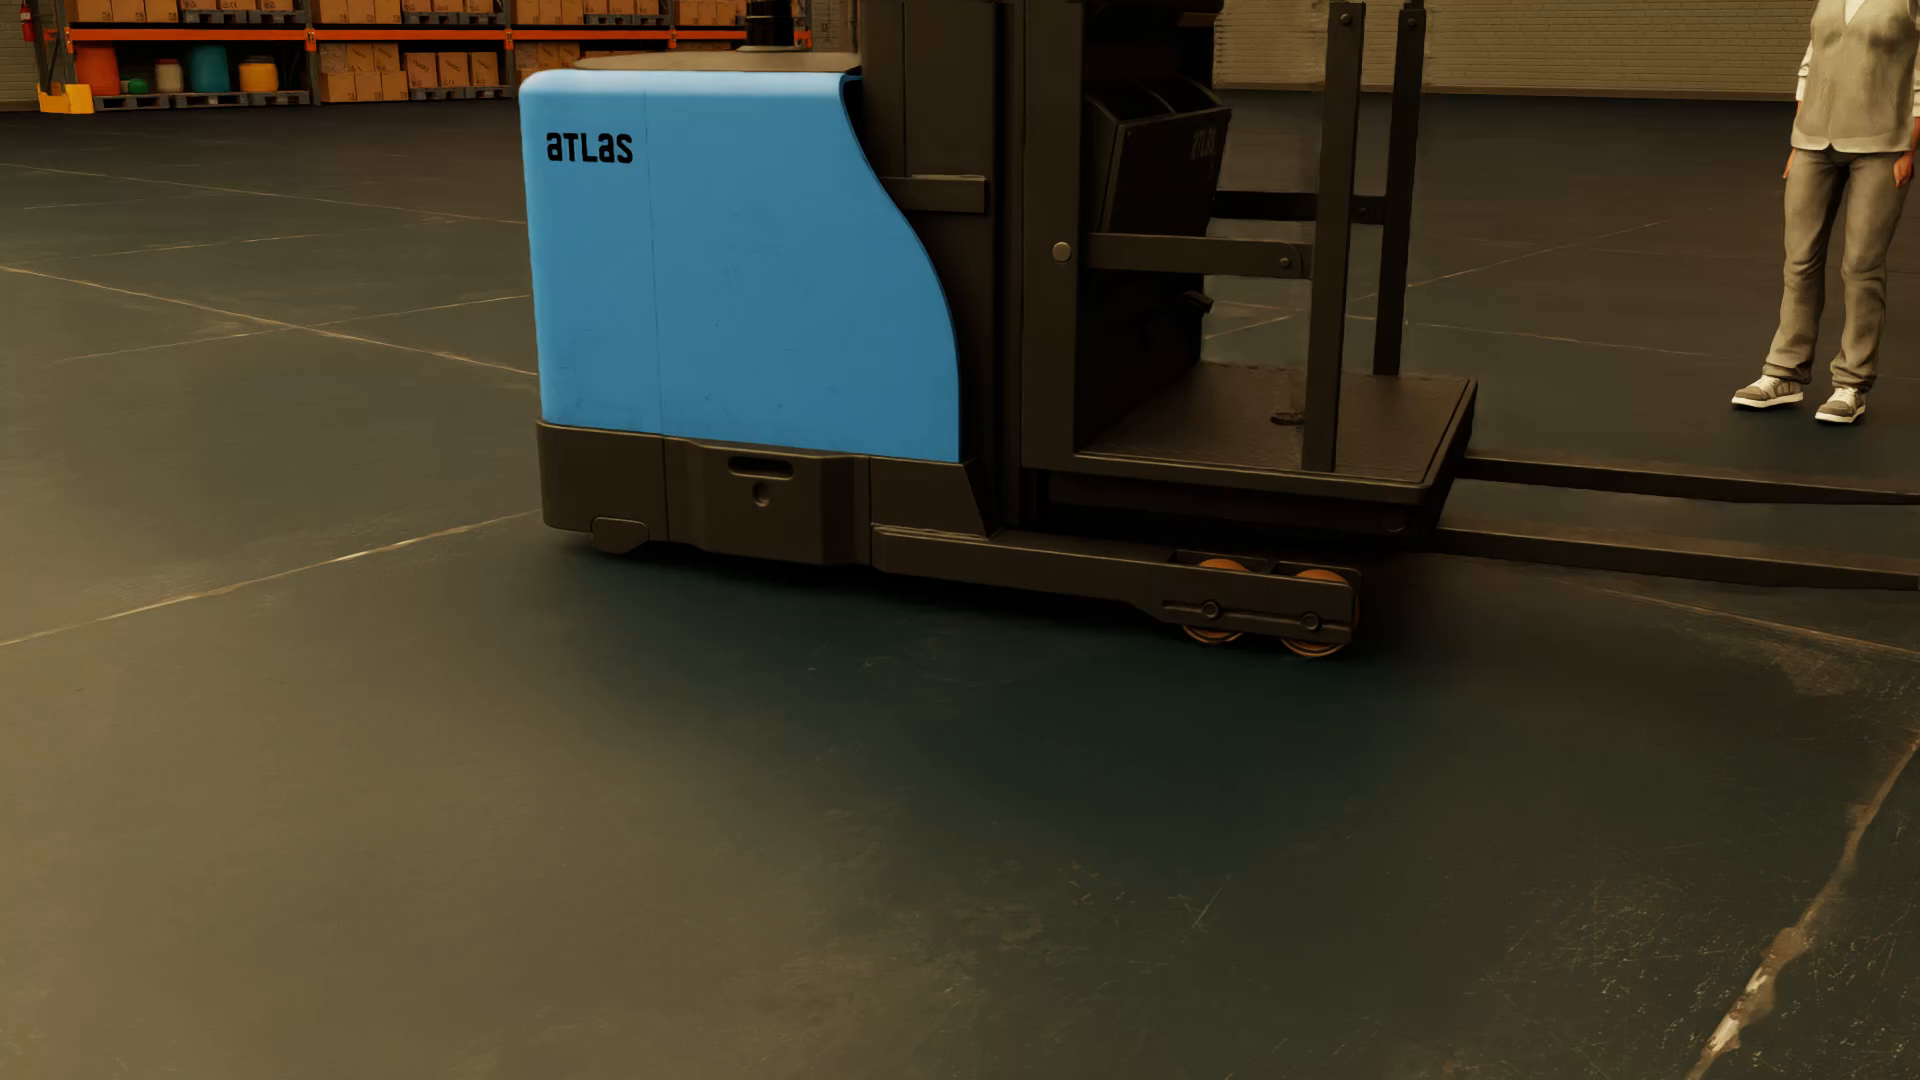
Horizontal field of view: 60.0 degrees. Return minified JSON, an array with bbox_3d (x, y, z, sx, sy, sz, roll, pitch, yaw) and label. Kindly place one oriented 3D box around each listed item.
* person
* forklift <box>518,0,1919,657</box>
[{"bbox_3d":[2.698,-1.167,5.035,0.313,1.603,0.405,-12,21,-35],"label":"person"},{"bbox_3d":[0.604,-1.351,3.348,3.031,2.935,1.130,6,18,20],"label":"forklift"}]
